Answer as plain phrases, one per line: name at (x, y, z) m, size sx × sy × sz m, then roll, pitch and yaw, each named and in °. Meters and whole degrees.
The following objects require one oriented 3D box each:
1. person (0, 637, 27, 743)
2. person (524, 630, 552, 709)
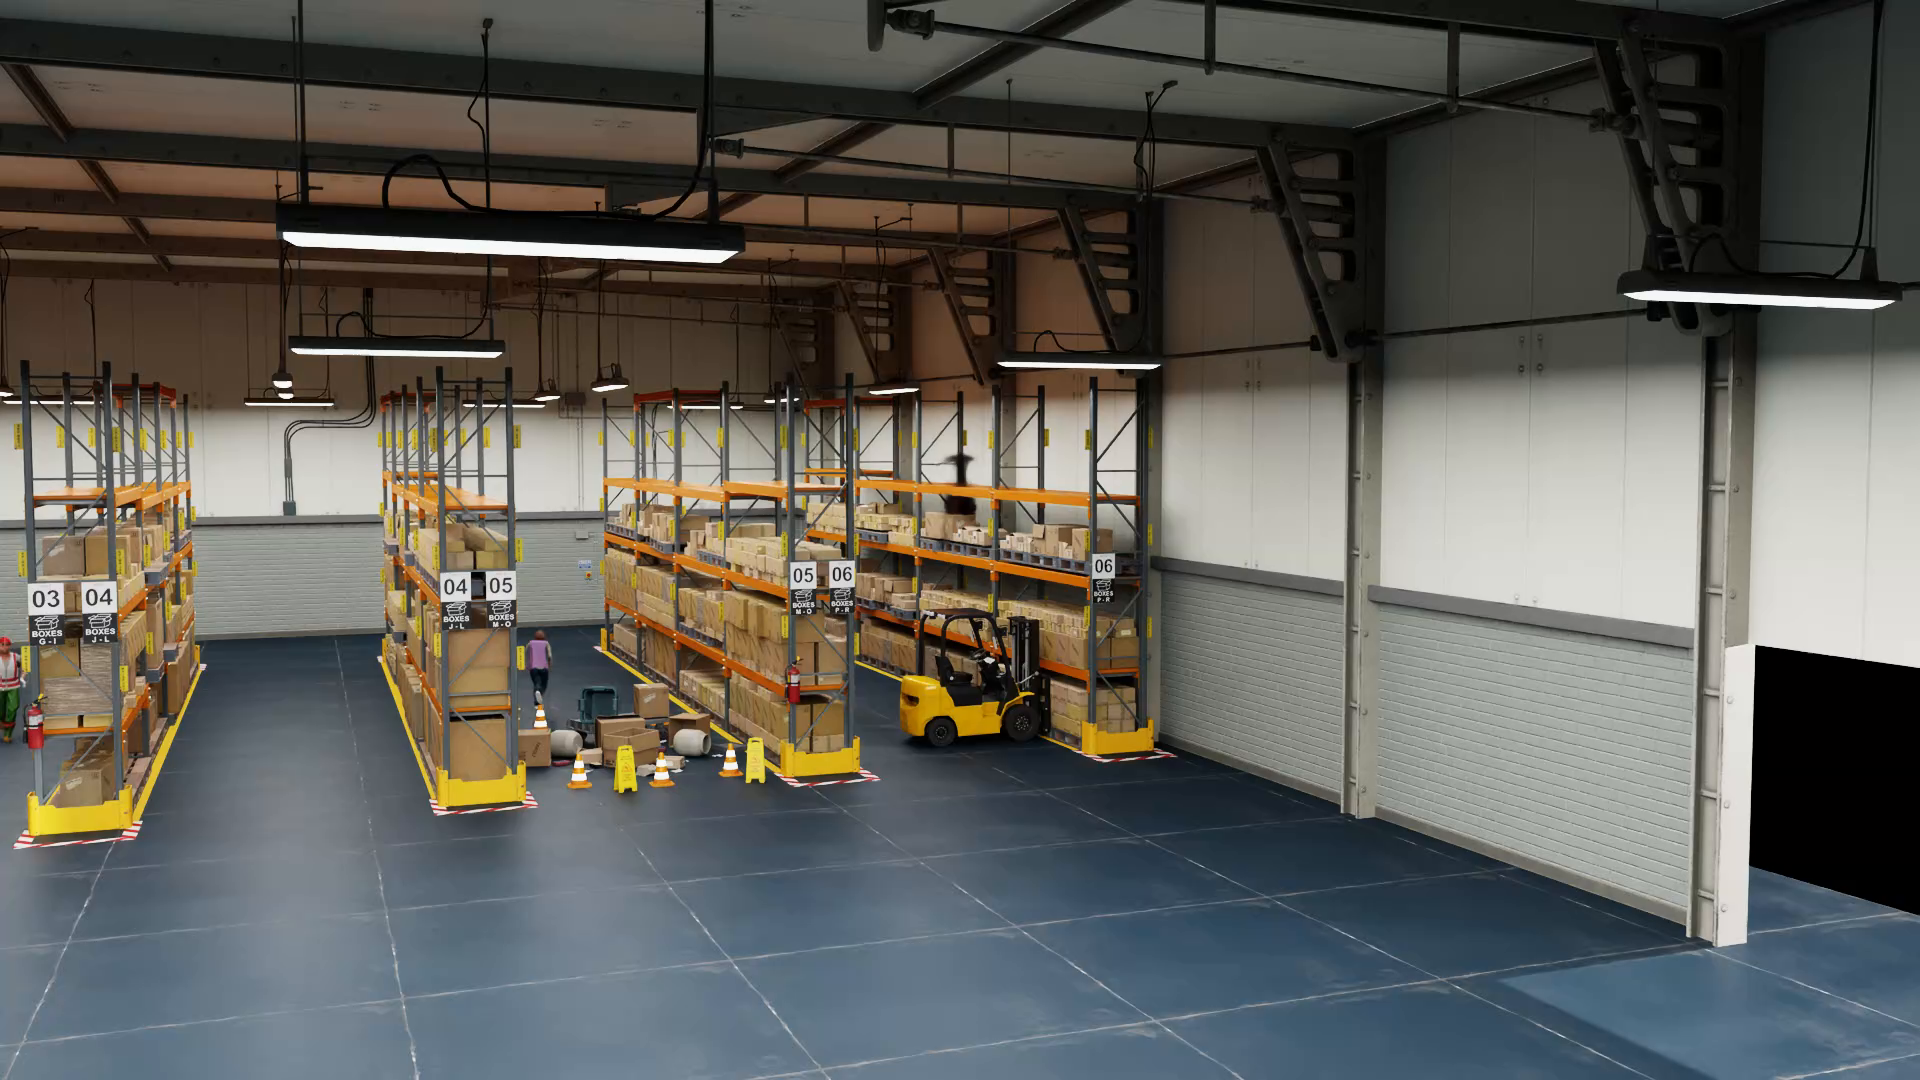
person at (-15.893, 2.474, 27.692) m, size 0.665 × 1.740 × 0.750 m, roll -2°, pitch 4°, yaw -33°
person at (-7.891, 2.428, 30.984) m, size 0.560 × 1.428 × 0.787 m, roll -1°, pitch 4°, yaw -12°
